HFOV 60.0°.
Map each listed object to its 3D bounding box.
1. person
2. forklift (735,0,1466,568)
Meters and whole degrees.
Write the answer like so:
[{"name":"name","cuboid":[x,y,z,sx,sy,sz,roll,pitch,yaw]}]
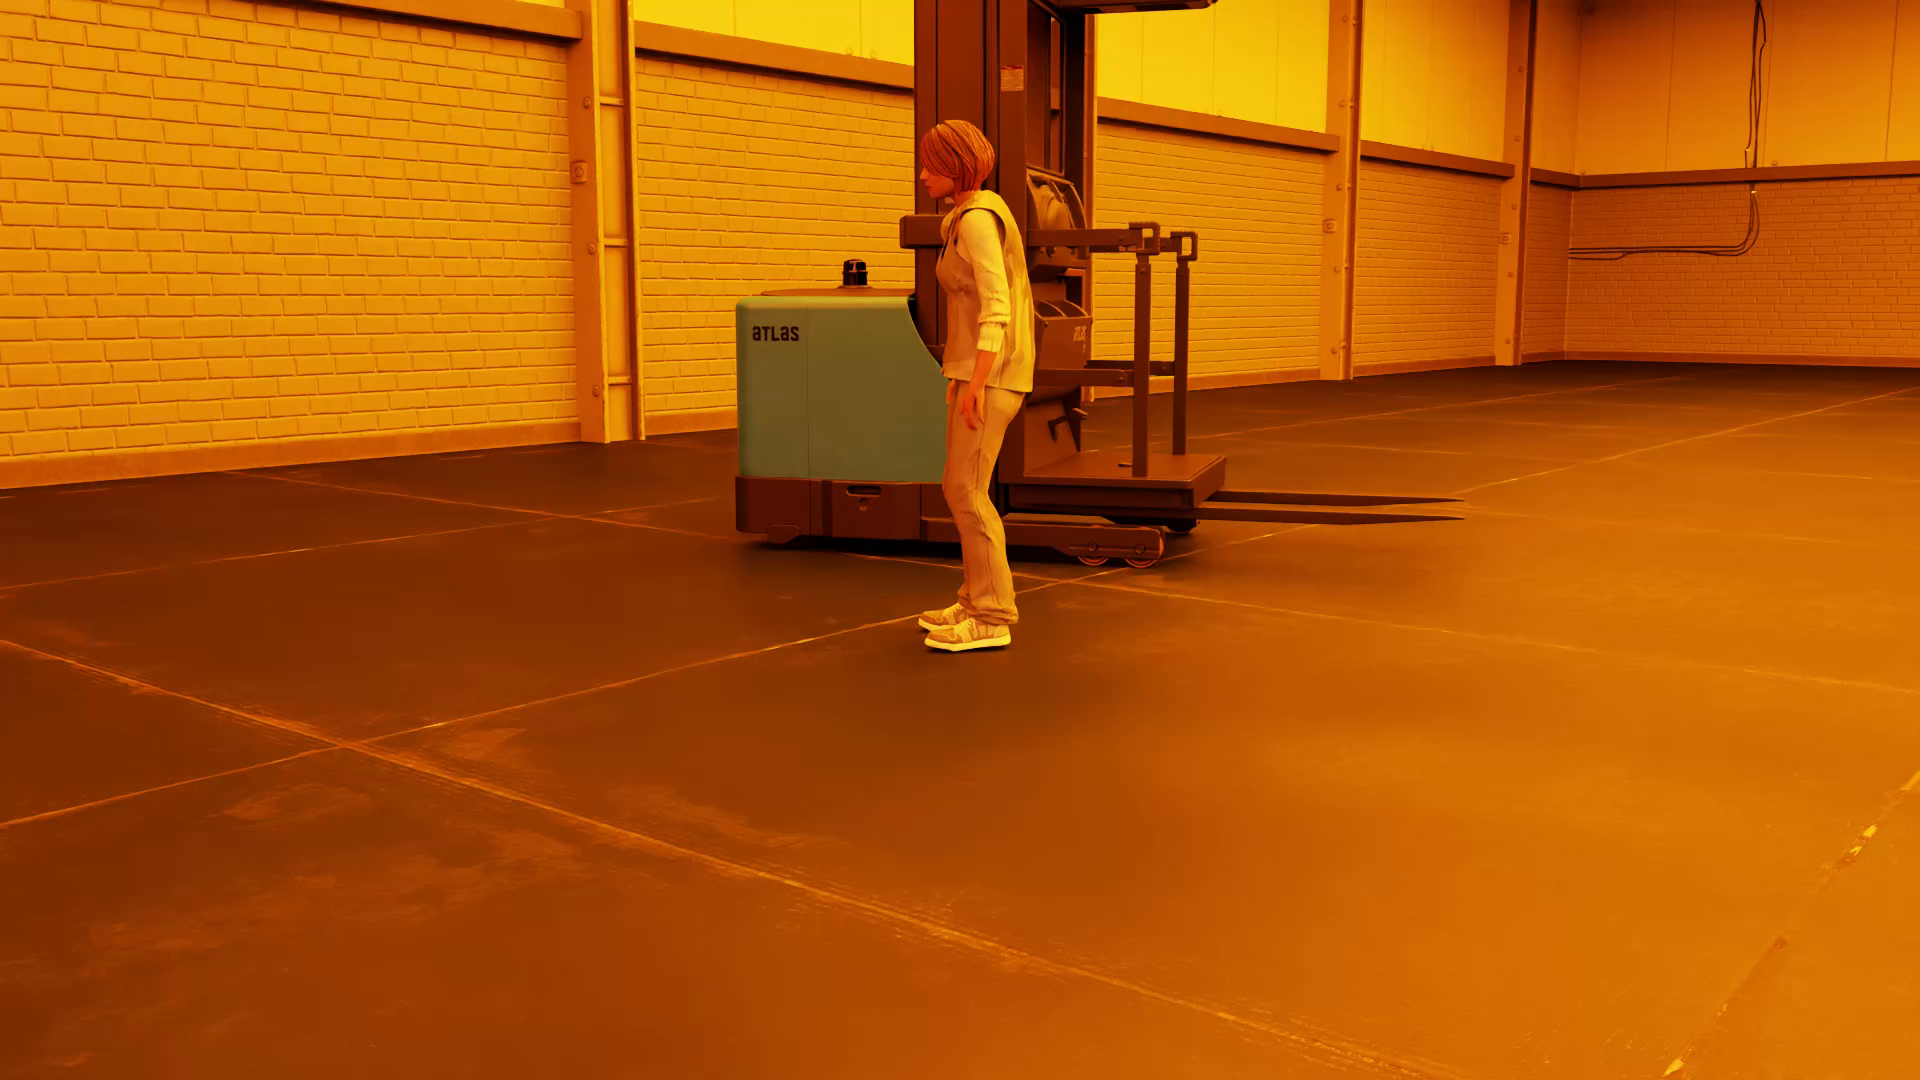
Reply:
[{"name":"person","cuboid":[0.045,-0.466,5.093,0.342,1.593,0.487,-1,8,-5]},{"name":"forklift","cuboid":[0.604,-1.424,7.016,3.031,2.935,1.130,2,9,16]}]
